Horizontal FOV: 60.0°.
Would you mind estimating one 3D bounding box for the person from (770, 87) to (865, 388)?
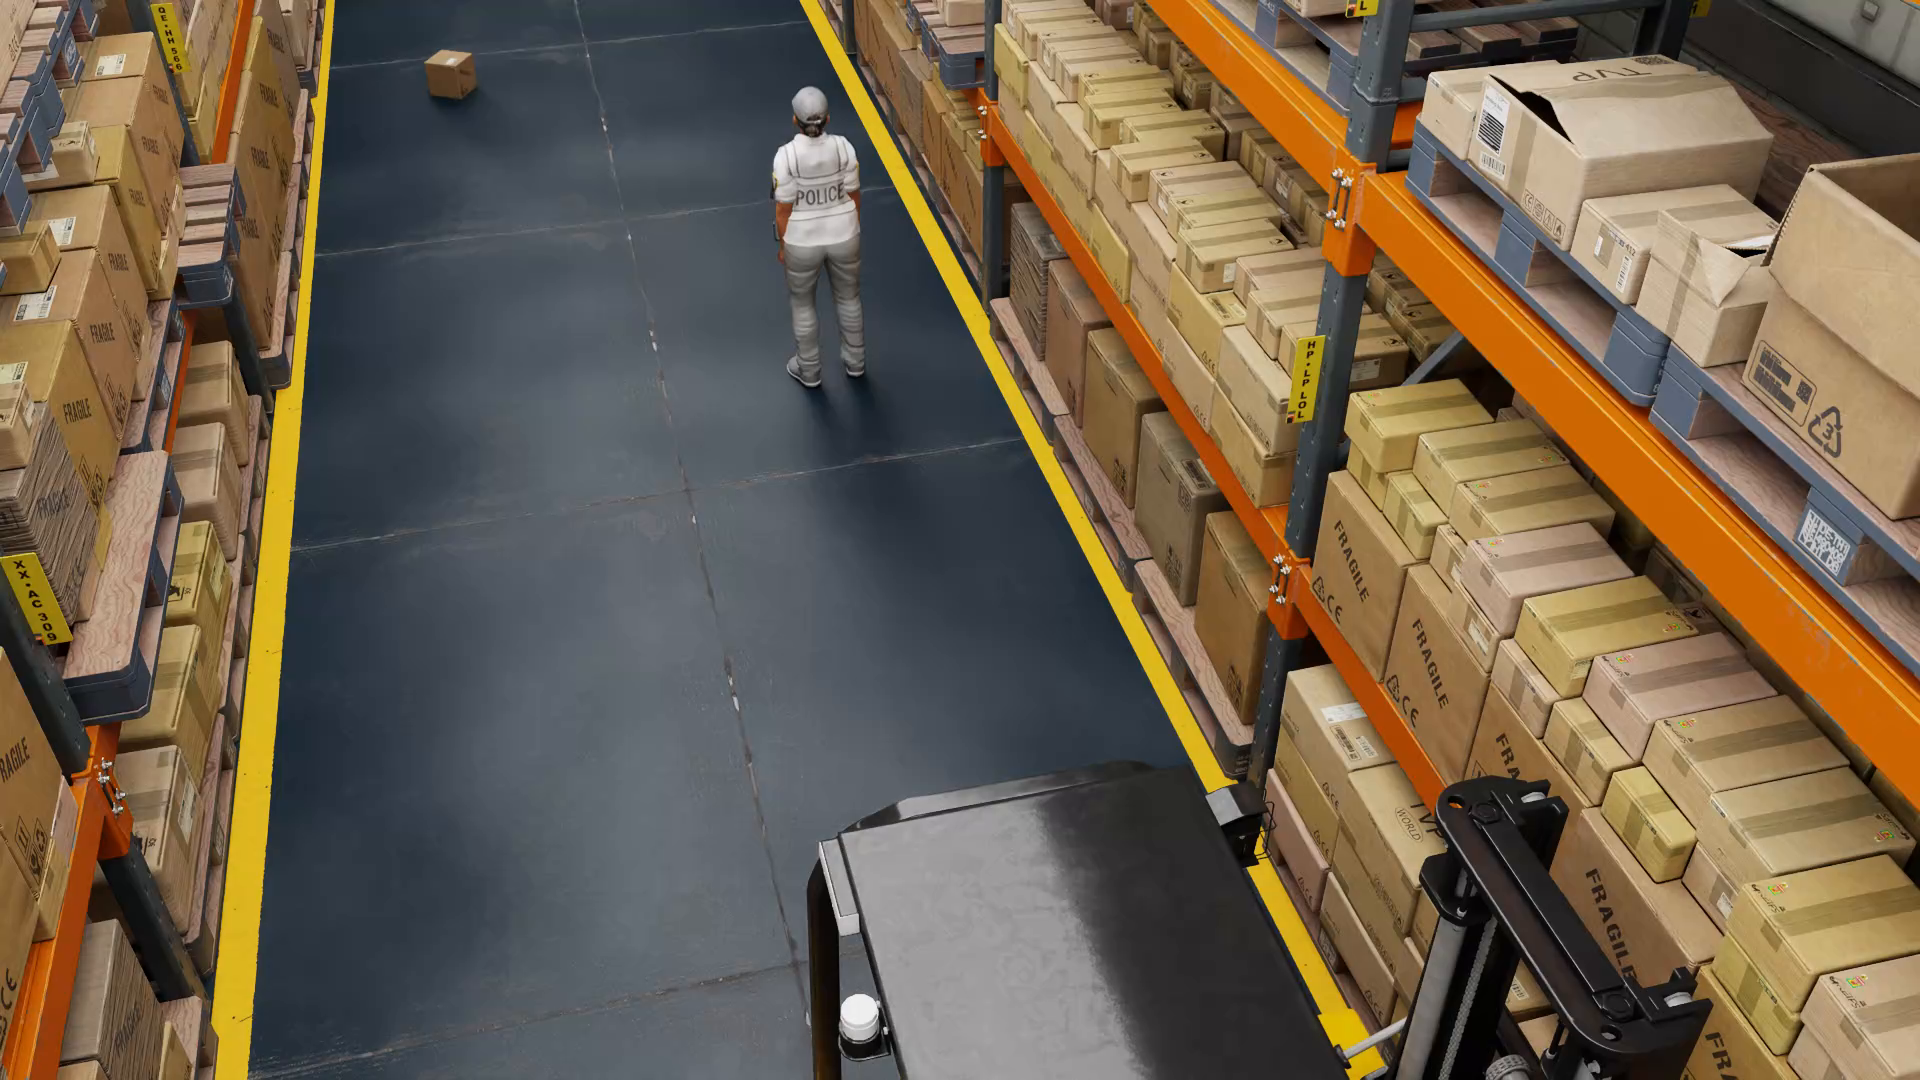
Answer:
[{"bbox_3d":[-0.732,-1.573,8.695,0.483,1.668,0.395,-14,40,-17],"label":"person"}]
